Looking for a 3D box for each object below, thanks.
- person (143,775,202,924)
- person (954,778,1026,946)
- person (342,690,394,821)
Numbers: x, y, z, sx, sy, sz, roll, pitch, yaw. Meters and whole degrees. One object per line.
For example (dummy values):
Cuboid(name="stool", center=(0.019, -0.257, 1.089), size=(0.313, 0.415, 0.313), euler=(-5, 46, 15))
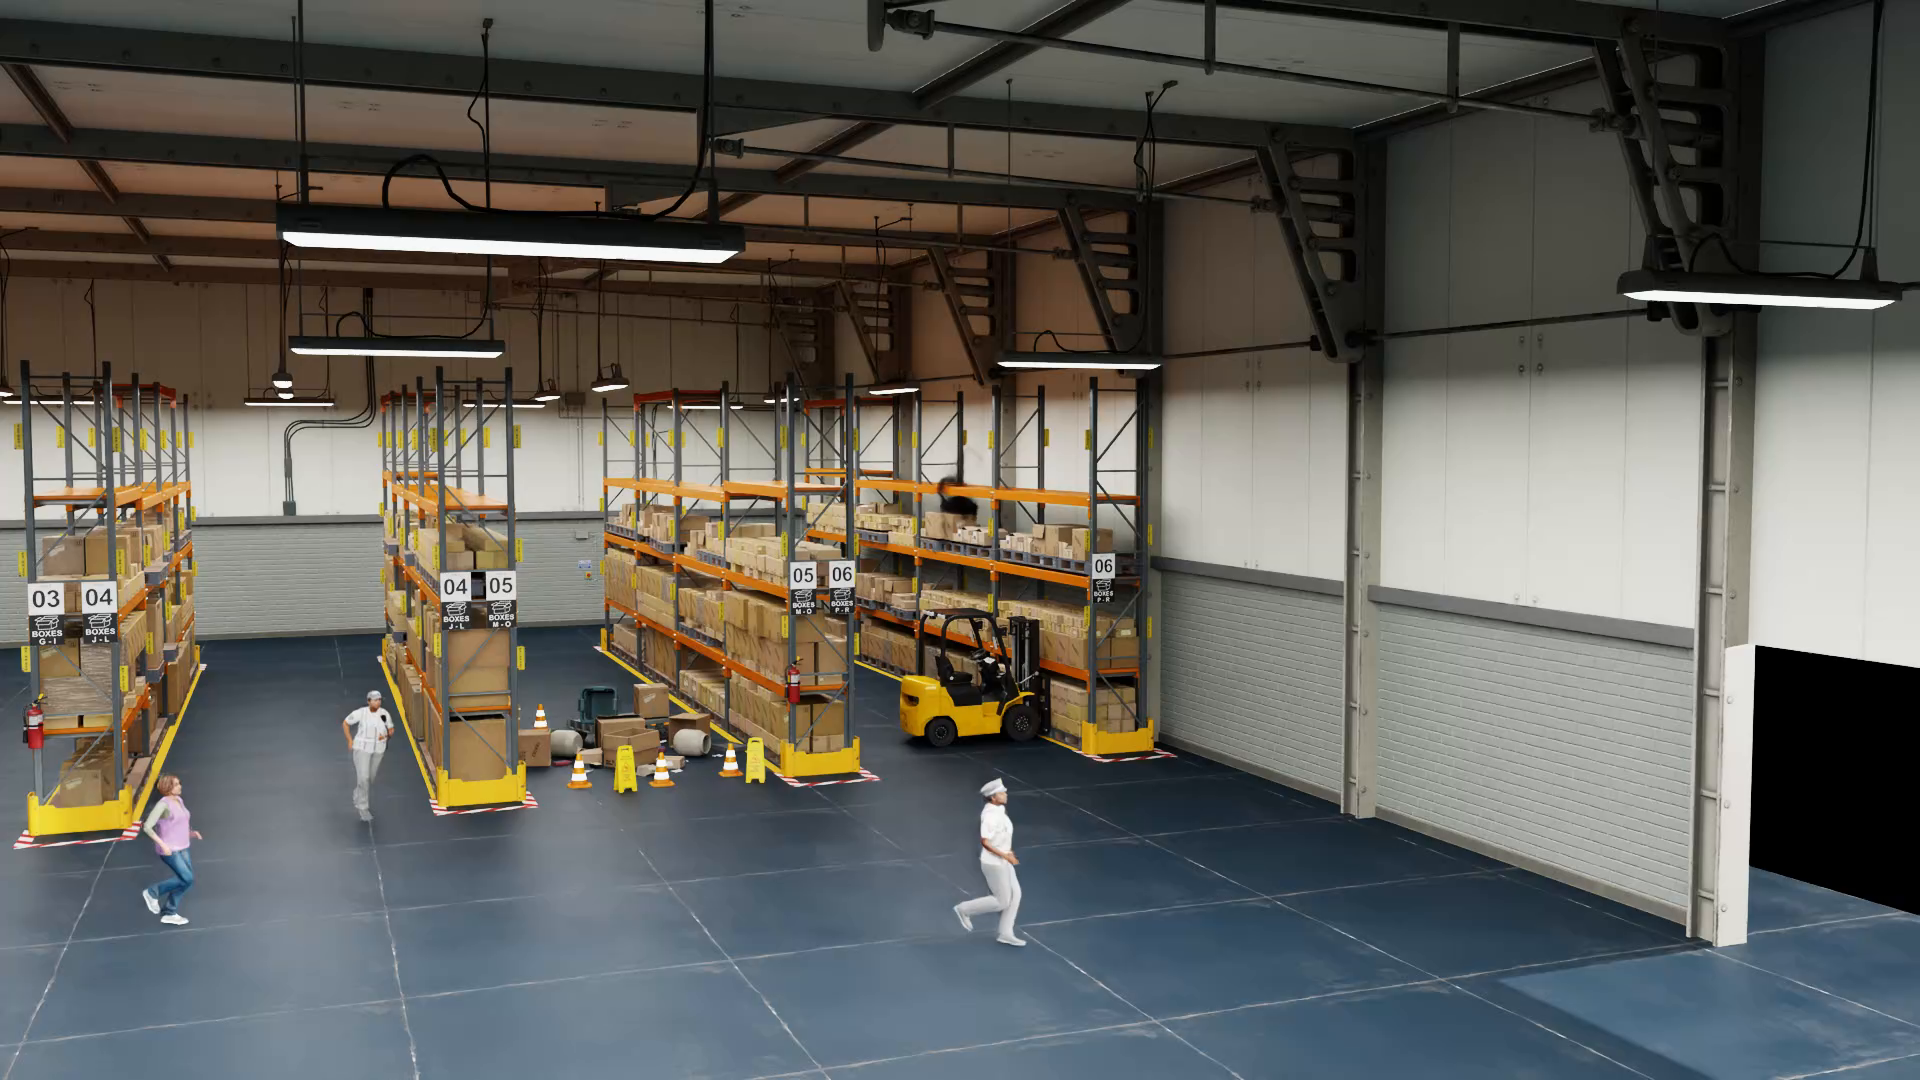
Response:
Cuboid(name="person", center=(-8.129, 3.198, 17.171), size=(0.544, 1.555, 0.536), euler=(0, 3, 2))
Cuboid(name="person", center=(0.338, 3.192, 16.502), size=(0.650, 1.675, 0.577), euler=(0, 3, 8))
Cuboid(name="person", center=(-7.902, 2.856, 22.278), size=(0.620, 1.698, 0.864), euler=(-3, 5, -41))
